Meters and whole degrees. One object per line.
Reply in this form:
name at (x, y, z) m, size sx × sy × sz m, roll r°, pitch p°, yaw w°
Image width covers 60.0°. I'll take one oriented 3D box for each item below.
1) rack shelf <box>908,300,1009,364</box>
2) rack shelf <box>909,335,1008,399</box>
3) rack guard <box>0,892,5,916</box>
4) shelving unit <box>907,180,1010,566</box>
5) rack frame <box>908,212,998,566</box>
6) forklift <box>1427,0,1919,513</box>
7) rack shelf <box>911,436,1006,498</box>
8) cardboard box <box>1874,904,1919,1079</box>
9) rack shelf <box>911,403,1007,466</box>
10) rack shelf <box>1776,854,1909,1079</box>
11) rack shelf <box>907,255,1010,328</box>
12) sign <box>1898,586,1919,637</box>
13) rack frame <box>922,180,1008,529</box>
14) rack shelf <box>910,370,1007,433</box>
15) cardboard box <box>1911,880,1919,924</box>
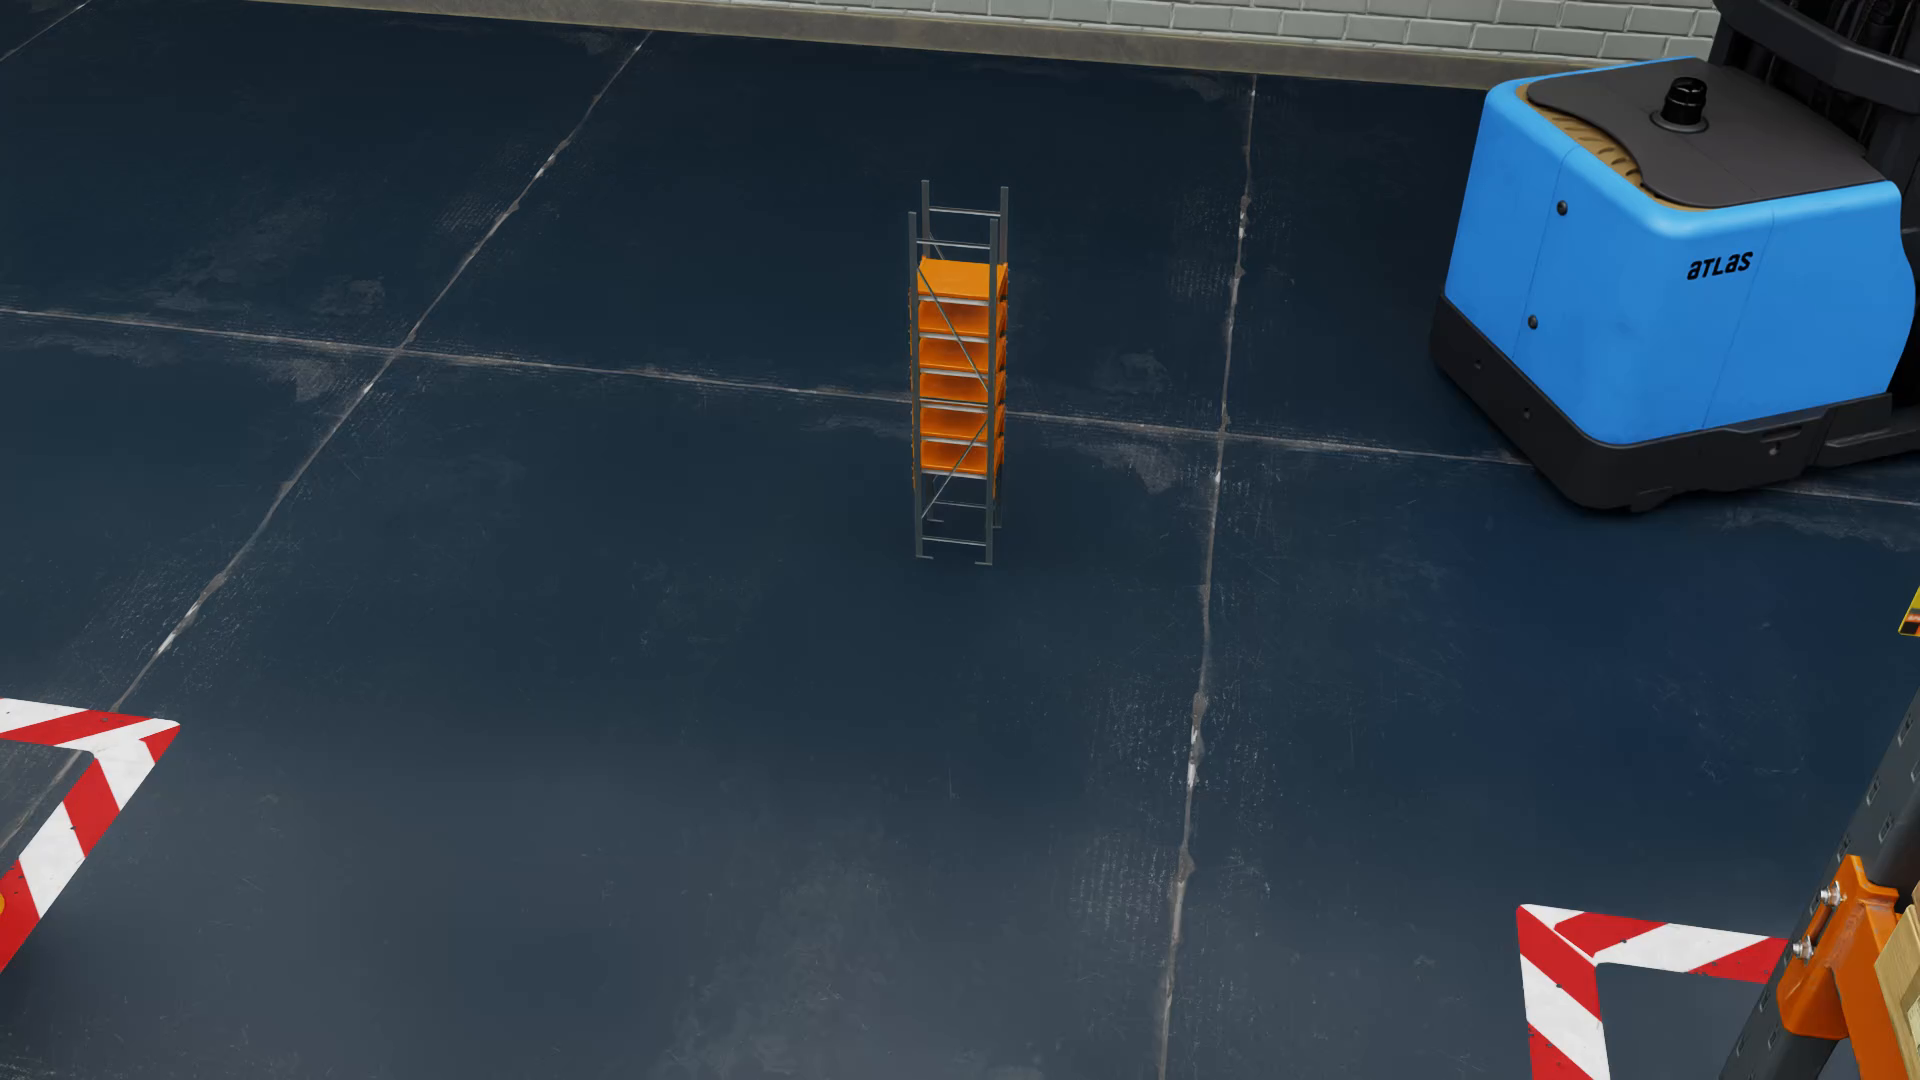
rack shelf at (-0.002, -0.604, 4.732) m, size 0.258 × 0.103 × 0.180 m, roll 6°, pitch 40°, yaw 8°
rack shelf at (-0.002, -0.512, 4.809) m, size 0.258 × 0.103 × 0.180 m, roll 6°, pitch 40°, yaw 8°
rack guard at (-2.974, 0.741, 3.961) m, size 1.175 × 0.500 × 0.348 m, roll 6°, pitch 40°, yaw 8°
shelving unit at (-0.002, -0.453, 4.857) m, size 0.258 × 1.200 × 0.189 m, roll 6°, pitch 40°, yaw 8°
rack frame at (-0.018, -0.396, 4.787) m, size 0.240 × 1.200 × 0.006 m, roll 6°, pitch 40°, yaw 8°
forklift at (3.250, -1.759, 5.077) m, size 3.031 × 2.935 × 1.130 m, roll -11°, pitch 41°, yaw -13°
rack shelf at (-0.003, -0.234, 5.038) m, size 0.258 × 0.103 × 0.180 m, roll 6°, pitch 40°, yaw 8°
cardboard box at (1.510, 0.667, 2.286) m, size 0.380 × 0.149 × 0.250 m, roll 6°, pitch 40°, yaw 7°
rack shelf at (-0.002, -0.327, 4.961) m, size 0.258 × 0.103 × 0.180 m, roll 6°, pitch 40°, yaw 8°
rack shelf at (1.543, 1.935, 1.120) m, size 1.077 × 0.370 × 4.000 m, roll 6°, pitch 40°, yaw 8°
rack shelf at (-0.002, -0.697, 4.656) m, size 0.258 × 0.103 × 0.180 m, roll 6°, pitch 40°, yaw 8°
sign at (1.355, 0.010, 2.205) m, size 0.100 × 0.325 × 0.005 m, roll 6°, pitch 40°, yaw 8°
rack frame at (0.013, -0.511, 4.926) m, size 0.240 × 1.200 × 0.006 m, roll 6°, pitch 40°, yaw 8°
rack shelf at (-0.002, -0.419, 4.885) m, size 0.258 × 0.103 × 0.180 m, roll 6°, pitch 40°, yaw 8°
cardboard box at (1.539, 0.501, 1.978) m, size 0.500 × 0.500 × 0.500 m, roll 8°, pitch 40°, yaw 10°
